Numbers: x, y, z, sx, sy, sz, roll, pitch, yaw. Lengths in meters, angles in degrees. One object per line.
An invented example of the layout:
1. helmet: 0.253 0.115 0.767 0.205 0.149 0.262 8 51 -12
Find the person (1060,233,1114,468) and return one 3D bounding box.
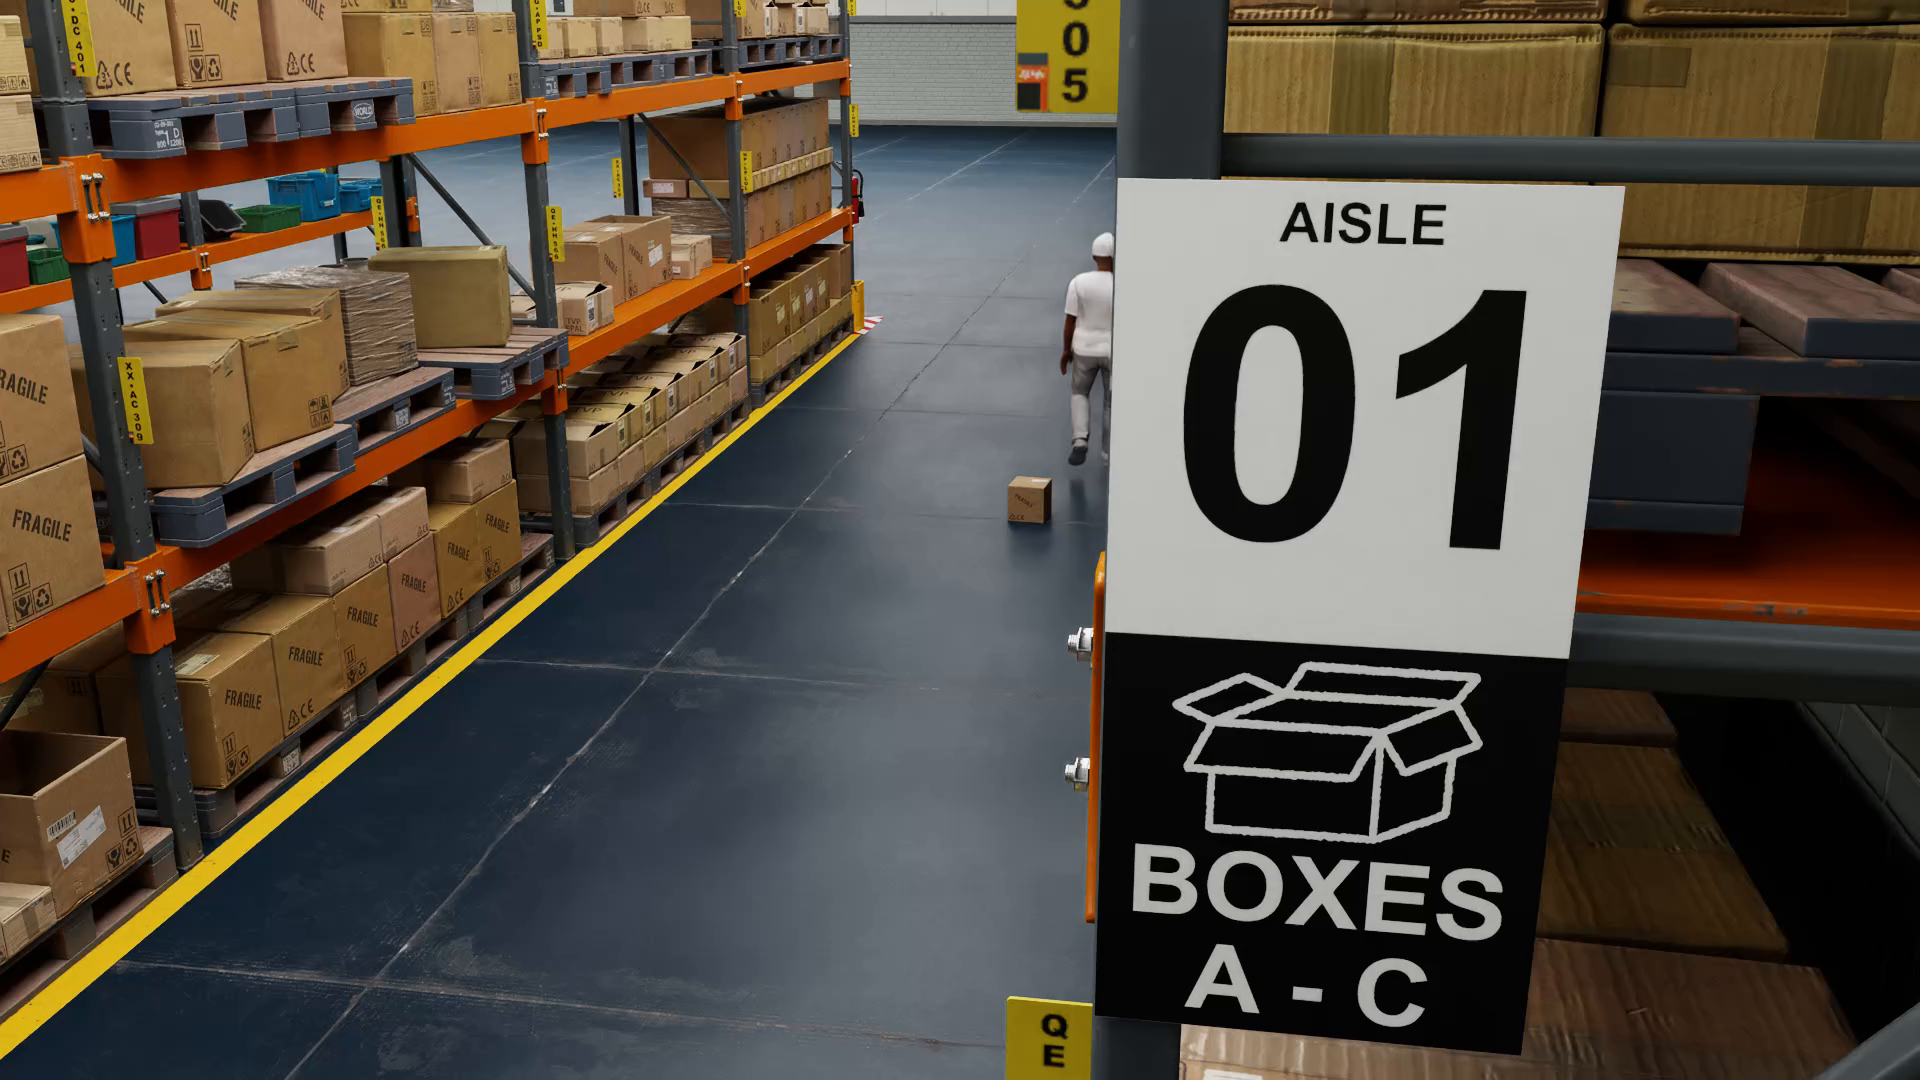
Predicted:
1. person: 1.049 -1.384 12.252 0.613 1.762 0.615 3 18 10
